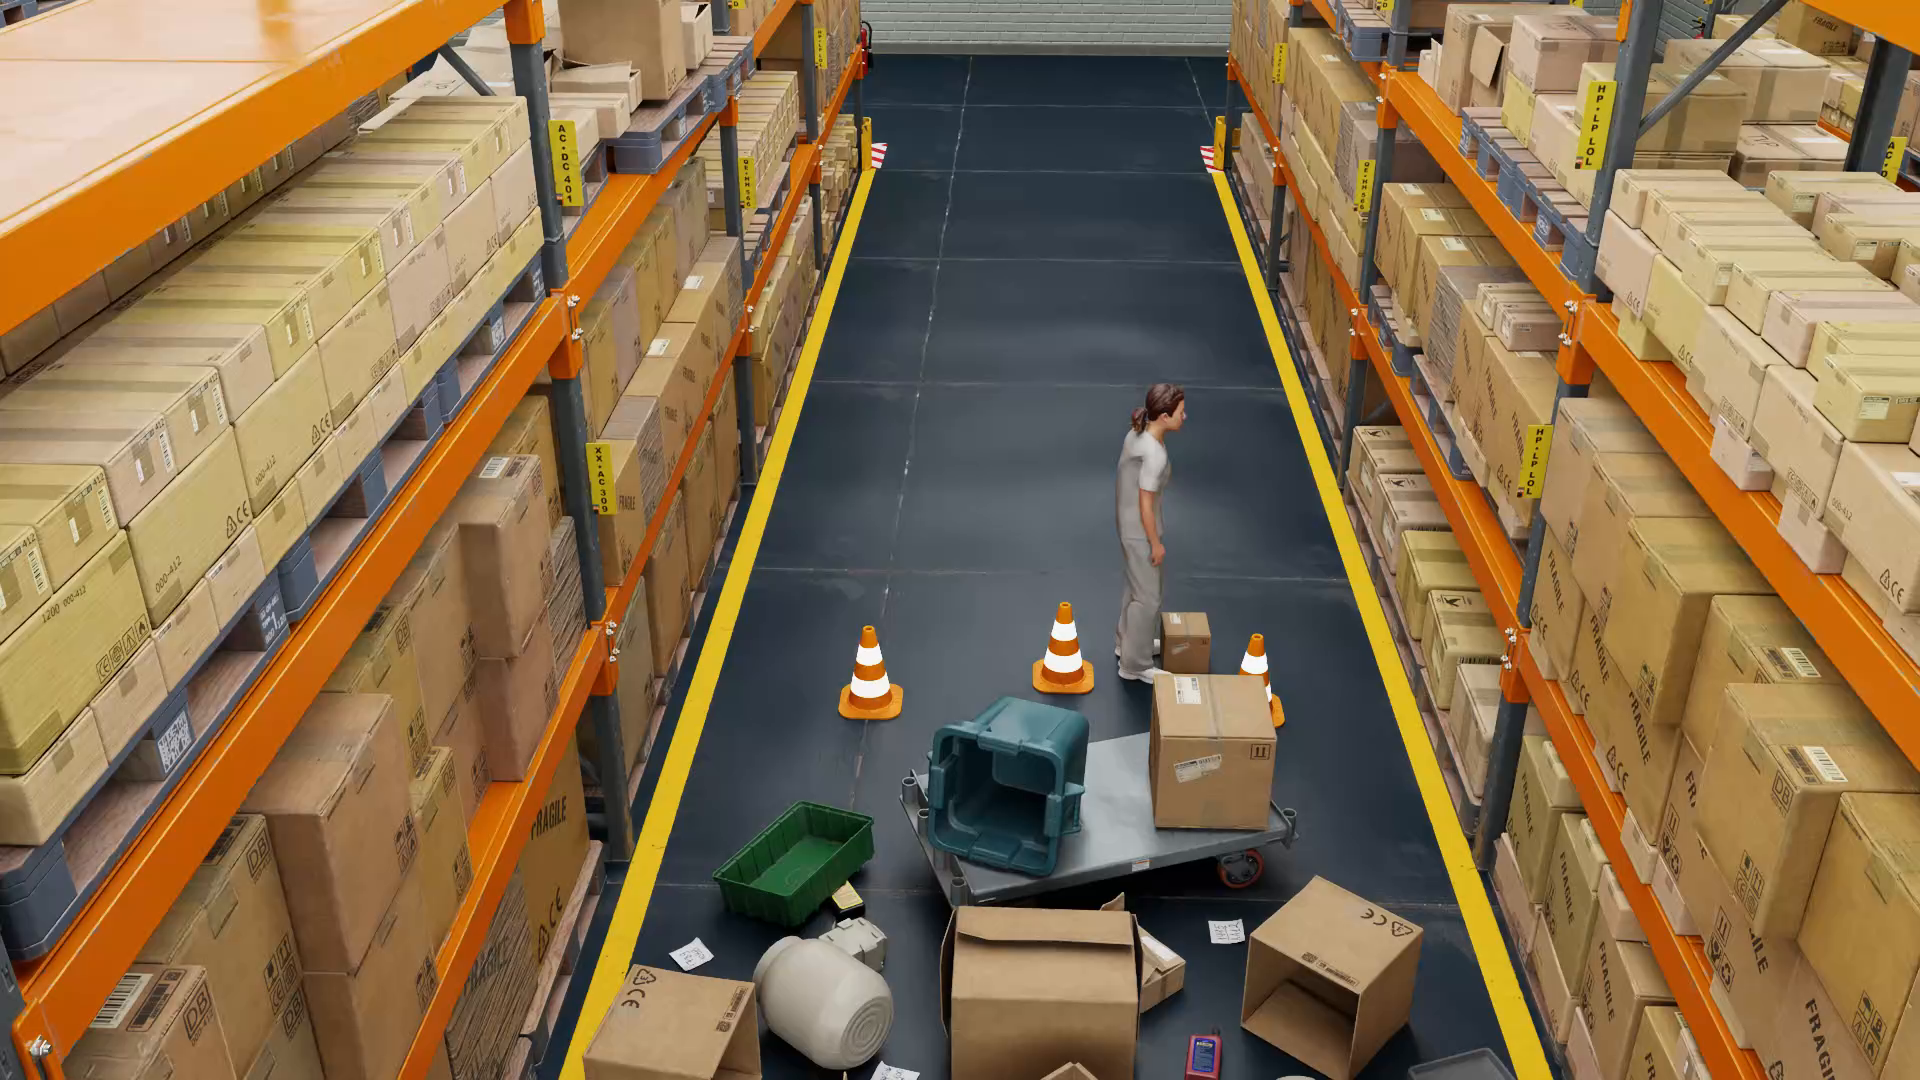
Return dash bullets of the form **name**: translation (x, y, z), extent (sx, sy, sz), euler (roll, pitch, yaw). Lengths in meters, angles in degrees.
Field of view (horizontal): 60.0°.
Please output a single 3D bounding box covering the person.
- **person**: translation (1.006, -0.054, 8.949), extent (0.351, 1.672, 0.501), euler (0, 28, 1)
